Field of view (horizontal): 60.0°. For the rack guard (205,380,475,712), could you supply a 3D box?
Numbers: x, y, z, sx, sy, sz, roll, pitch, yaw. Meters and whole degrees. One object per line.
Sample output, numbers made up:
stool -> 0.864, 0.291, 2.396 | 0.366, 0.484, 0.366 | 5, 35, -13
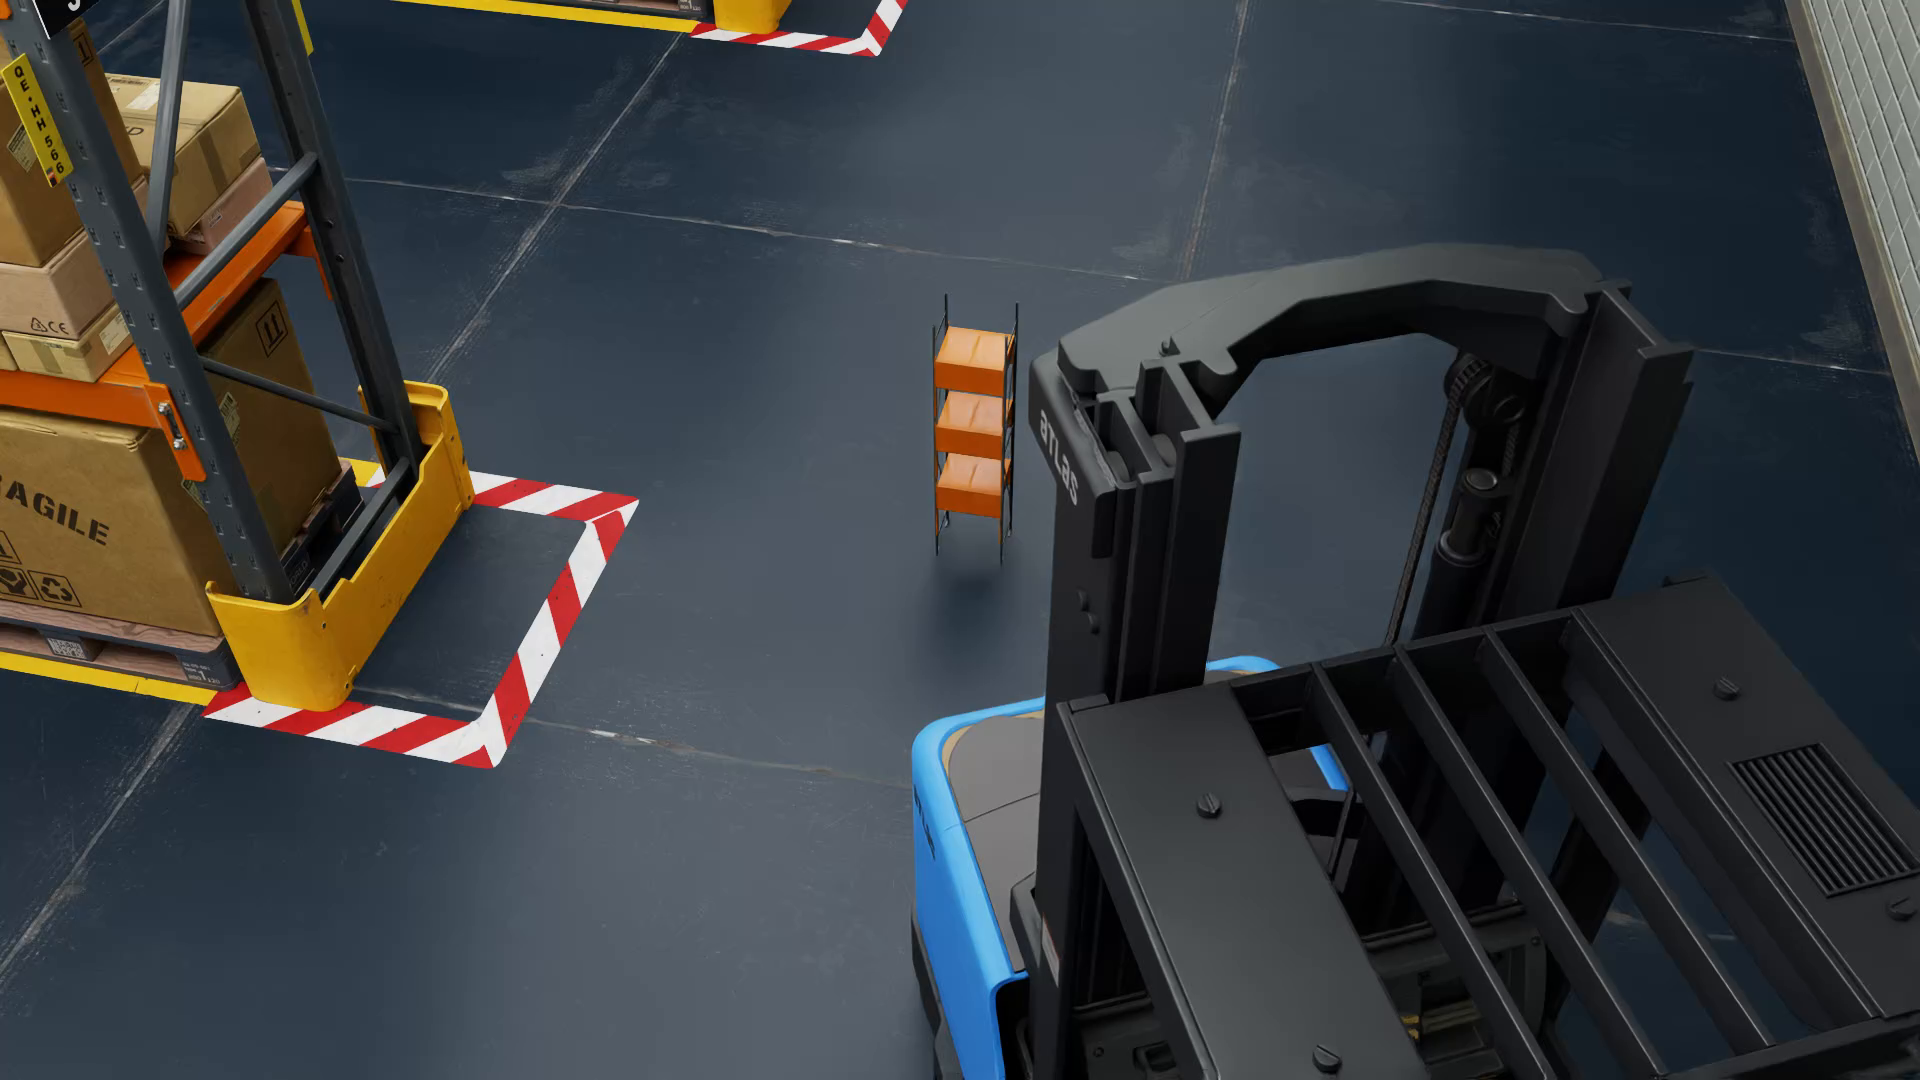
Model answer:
rack guard -> -2.155, -0.009, 5.899 | 0.348, 0.500, 1.175 | 9, 45, 9

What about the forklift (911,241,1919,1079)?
forklift -> 0.741, 1.083, 3.011 | 1.130, 2.935, 3.031 | -11, 45, -11

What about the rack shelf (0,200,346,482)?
rack shelf -> -4.130, -0.957, 5.600 | 4.000, 0.370, 1.077 | 9, 45, 9

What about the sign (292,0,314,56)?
sign -> -2.051, -1.628, 5.097 | 0.005, 0.325, 0.100 | 9, 45, 9

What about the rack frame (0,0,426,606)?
rack frame -> -2.178, -0.913, 5.036 | 0.127, 3.000, 1.000 | 9, 45, 9

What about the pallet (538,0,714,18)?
pallet -> -1.893, -3.412, 9.642 | 1.213, 0.211, 1.003 | 9, 45, 9

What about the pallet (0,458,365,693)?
pallet -> -2.976, 0.023, 6.074 | 1.213, 0.211, 1.003 | 9, 45, 9

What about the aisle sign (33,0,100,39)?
aisle sign -> -2.174, -1.636, 3.912 | 0.004, 0.787, 0.394 | 9, 45, 9

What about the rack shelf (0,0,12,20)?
rack shelf -> -4.130, -2.038, 4.560 | 4.000, 0.370, 1.077 | 9, 45, 9

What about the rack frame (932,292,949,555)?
rack frame -> -0.067, -0.389, 5.897 | 0.008, 1.050, 0.200 | 9, 45, 9

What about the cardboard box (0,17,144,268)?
cardboard box -> -2.711, -1.132, 4.616 | 0.500, 0.500, 0.500 | 9, 45, 10

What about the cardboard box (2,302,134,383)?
cardboard box -> -2.598, -0.654, 4.947 | 0.250, 0.149, 0.380 | 10, 45, 10

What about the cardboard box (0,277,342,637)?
cardboard box -> -2.820, -0.342, 5.671 | 0.875, 0.875, 0.875 | 9, 45, 9

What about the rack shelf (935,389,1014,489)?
rack shelf -> 0.052, -0.363, 5.885 | 0.240, 0.259, 0.215 | 9, 45, 9

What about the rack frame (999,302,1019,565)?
rack frame -> 0.171, -0.352, 5.858 | 0.008, 1.050, 0.200 | 9, 45, 9

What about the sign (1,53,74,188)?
sign -> -2.310, -1.051, 4.173 | 0.005, 0.325, 0.100 | 9, 45, 9

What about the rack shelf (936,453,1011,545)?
rack shelf -> 0.052, -0.162, 6.078 | 0.240, 0.259, 0.215 | 9, 45, 9

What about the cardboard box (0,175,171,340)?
cardboard box -> -2.709, -0.860, 4.874 | 0.500, 0.250, 0.500 | 8, 45, 8

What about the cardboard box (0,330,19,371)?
cardboard box -> -2.852, -0.692, 4.987 | 0.250, 0.149, 0.380 | 9, 45, 9

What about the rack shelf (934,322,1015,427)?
rack shelf -> 0.052, -0.567, 5.688 | 0.240, 0.259, 0.215 | 9, 45, 9

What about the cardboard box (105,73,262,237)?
cardboard box -> -2.588, -1.222, 5.250 | 0.500, 0.250, 0.500 | 8, 44, 8

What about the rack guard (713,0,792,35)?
rack guard -> -1.070, -3.370, 9.390 | 0.348, 0.500, 1.175 | 9, 45, 9

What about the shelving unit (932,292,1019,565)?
shelving unit -> 0.052, -0.370, 5.878 | 0.252, 1.050, 0.215 | 9, 45, 9

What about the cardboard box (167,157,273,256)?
cardboard box -> -2.453, -1.100, 5.411 | 0.250, 0.149, 0.380 | 9, 45, 10
